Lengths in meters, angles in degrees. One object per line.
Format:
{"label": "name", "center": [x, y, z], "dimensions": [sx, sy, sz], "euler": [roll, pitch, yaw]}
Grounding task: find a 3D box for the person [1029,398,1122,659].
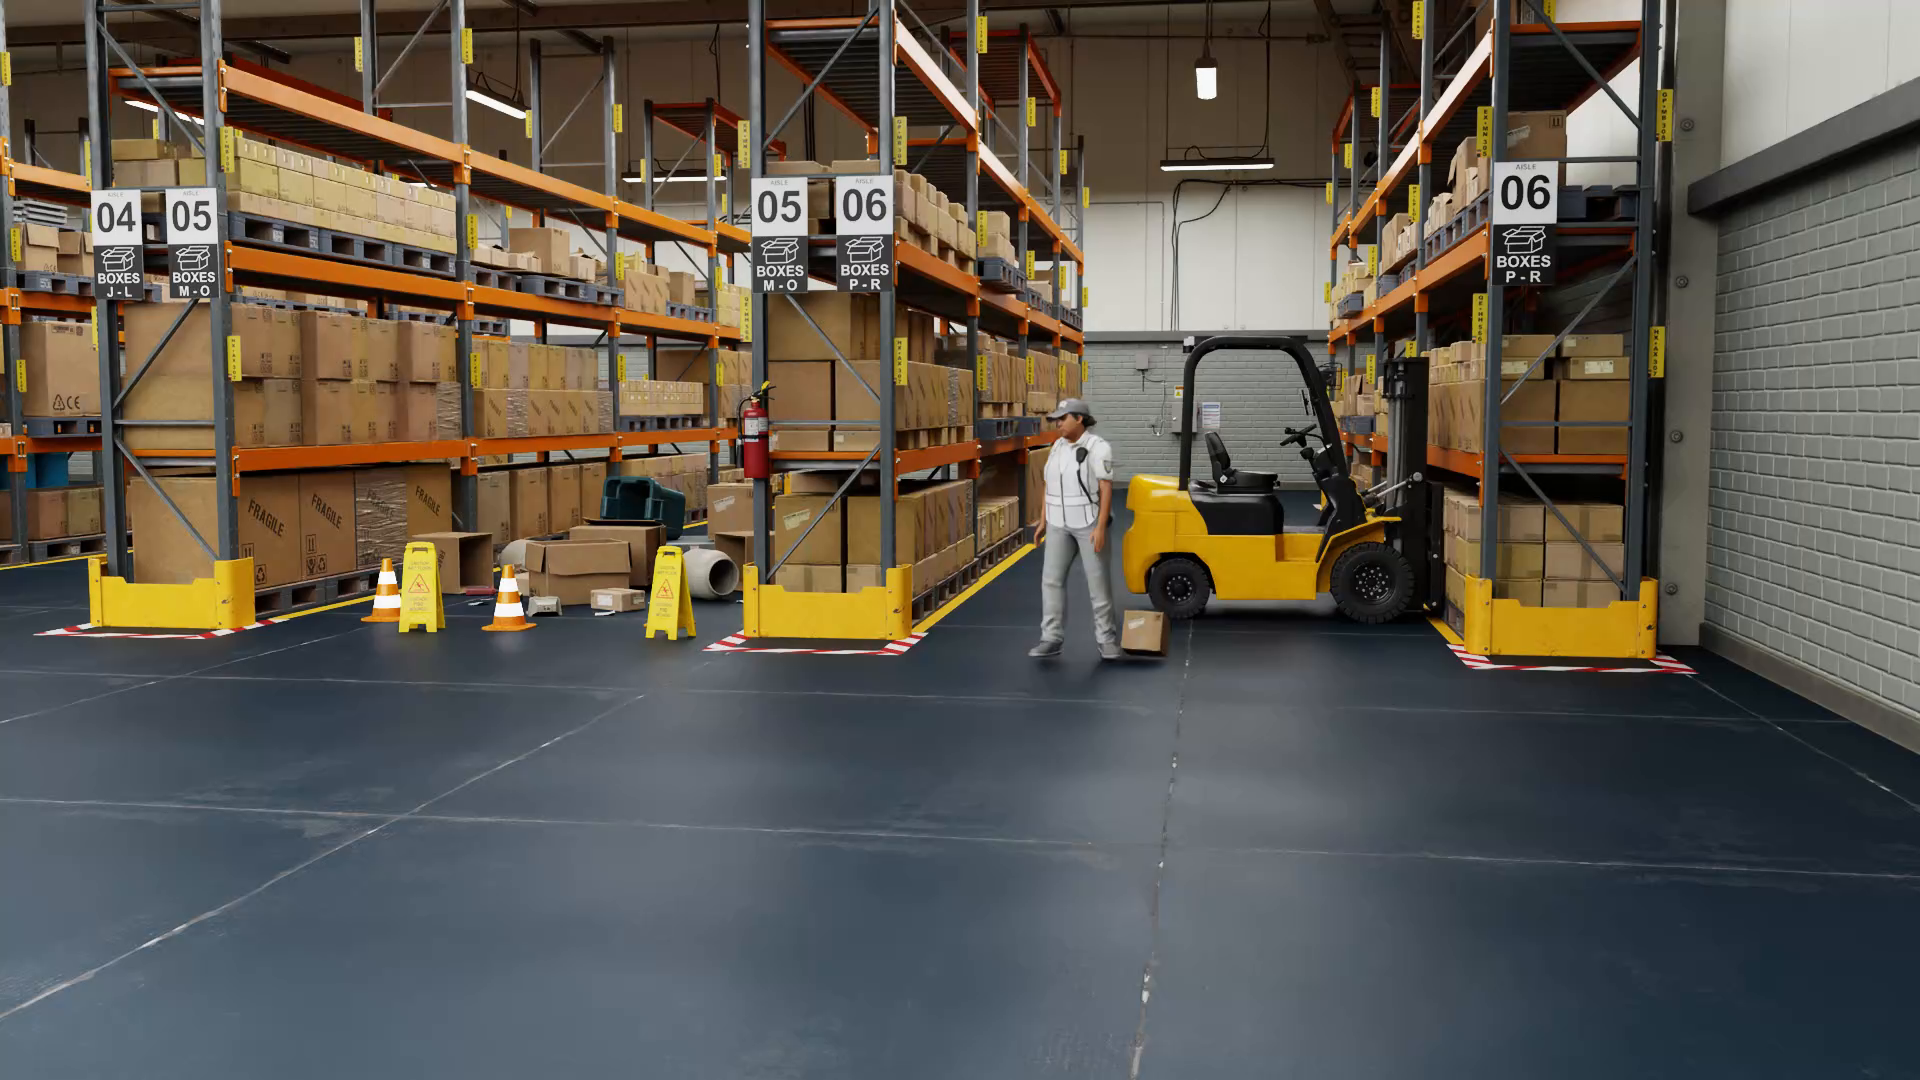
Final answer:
{"label": "person", "center": [0.725, -0.075, 10.576], "dimensions": [0.587, 1.656, 0.561], "euler": [3, 6, 34]}
